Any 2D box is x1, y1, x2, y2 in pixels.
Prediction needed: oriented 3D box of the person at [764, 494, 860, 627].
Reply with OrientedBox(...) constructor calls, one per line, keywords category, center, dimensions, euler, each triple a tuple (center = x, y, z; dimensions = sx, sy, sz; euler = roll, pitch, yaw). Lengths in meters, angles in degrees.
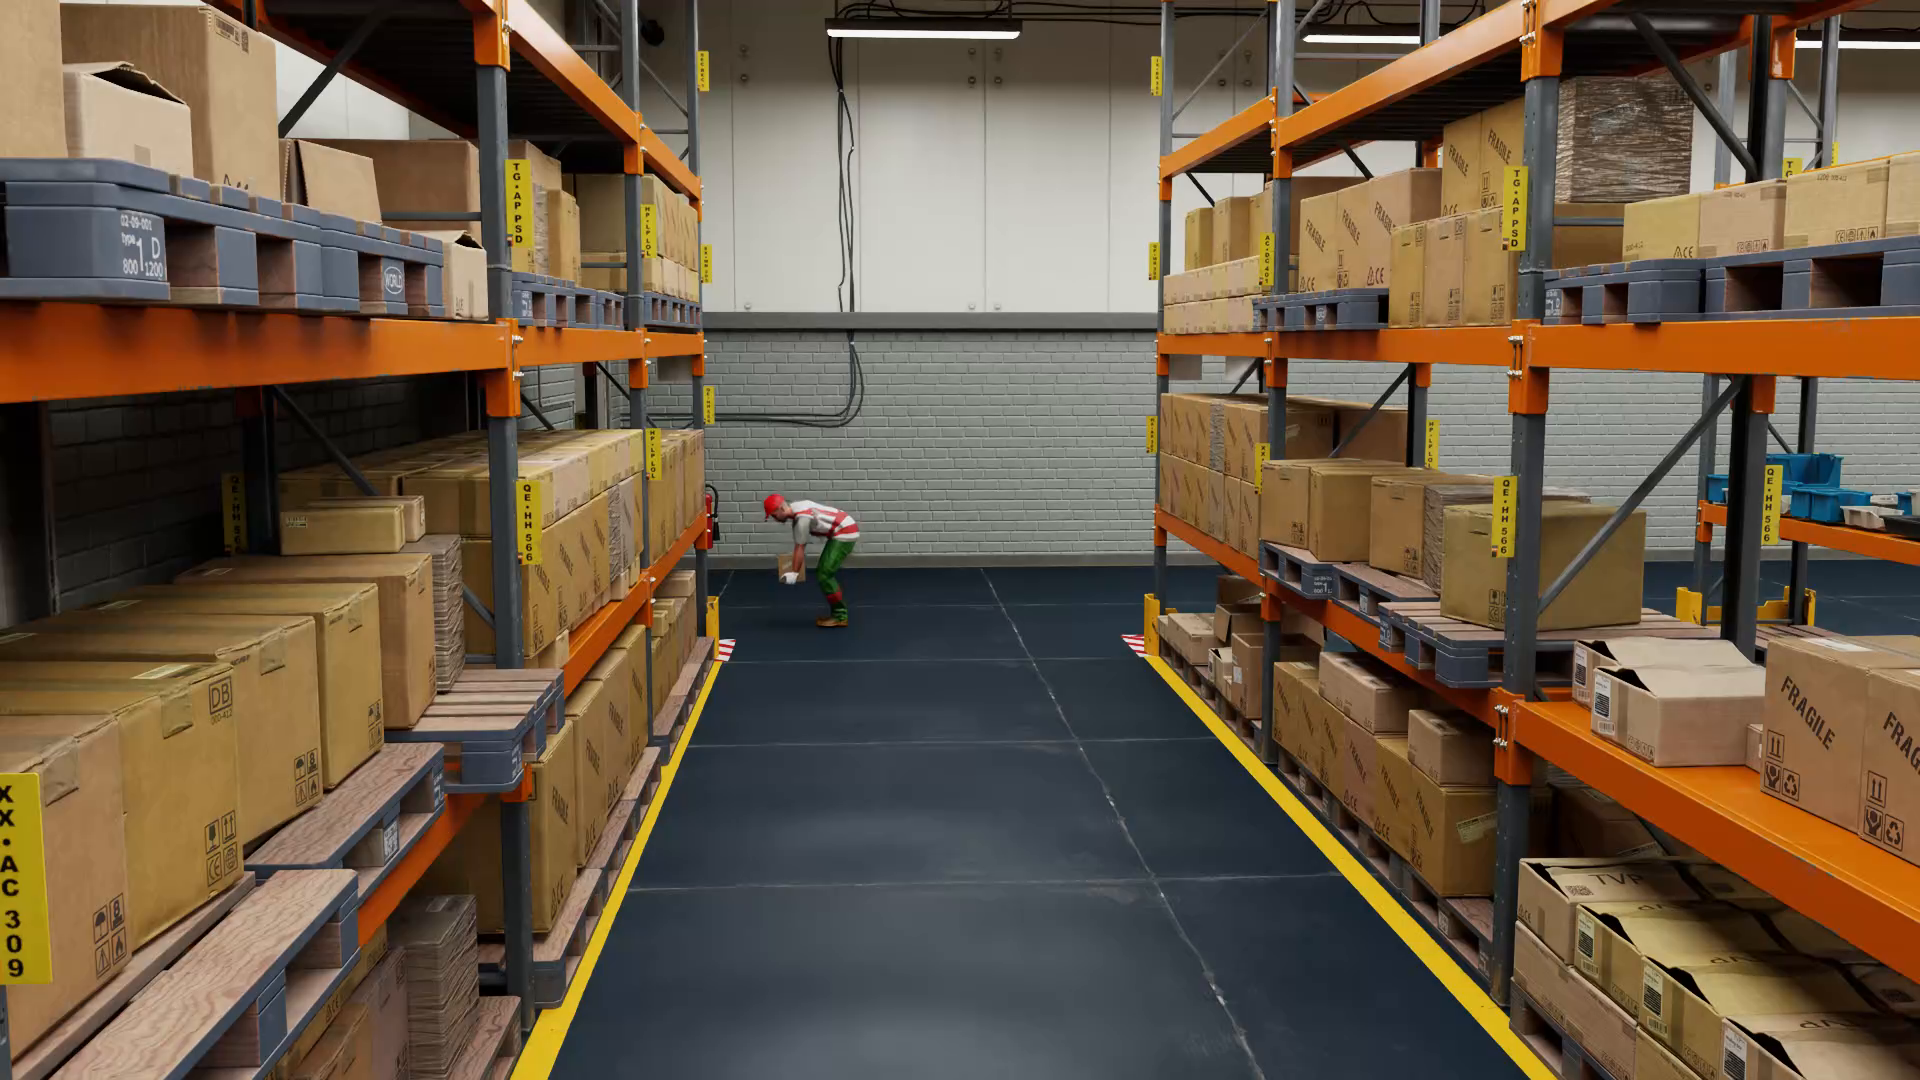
OrientedBox(category="person", center=(-1.435, 0.189, 16.154), dimensions=(0.919, 1.288, 0.503), euler=(-1, 7, -6))
